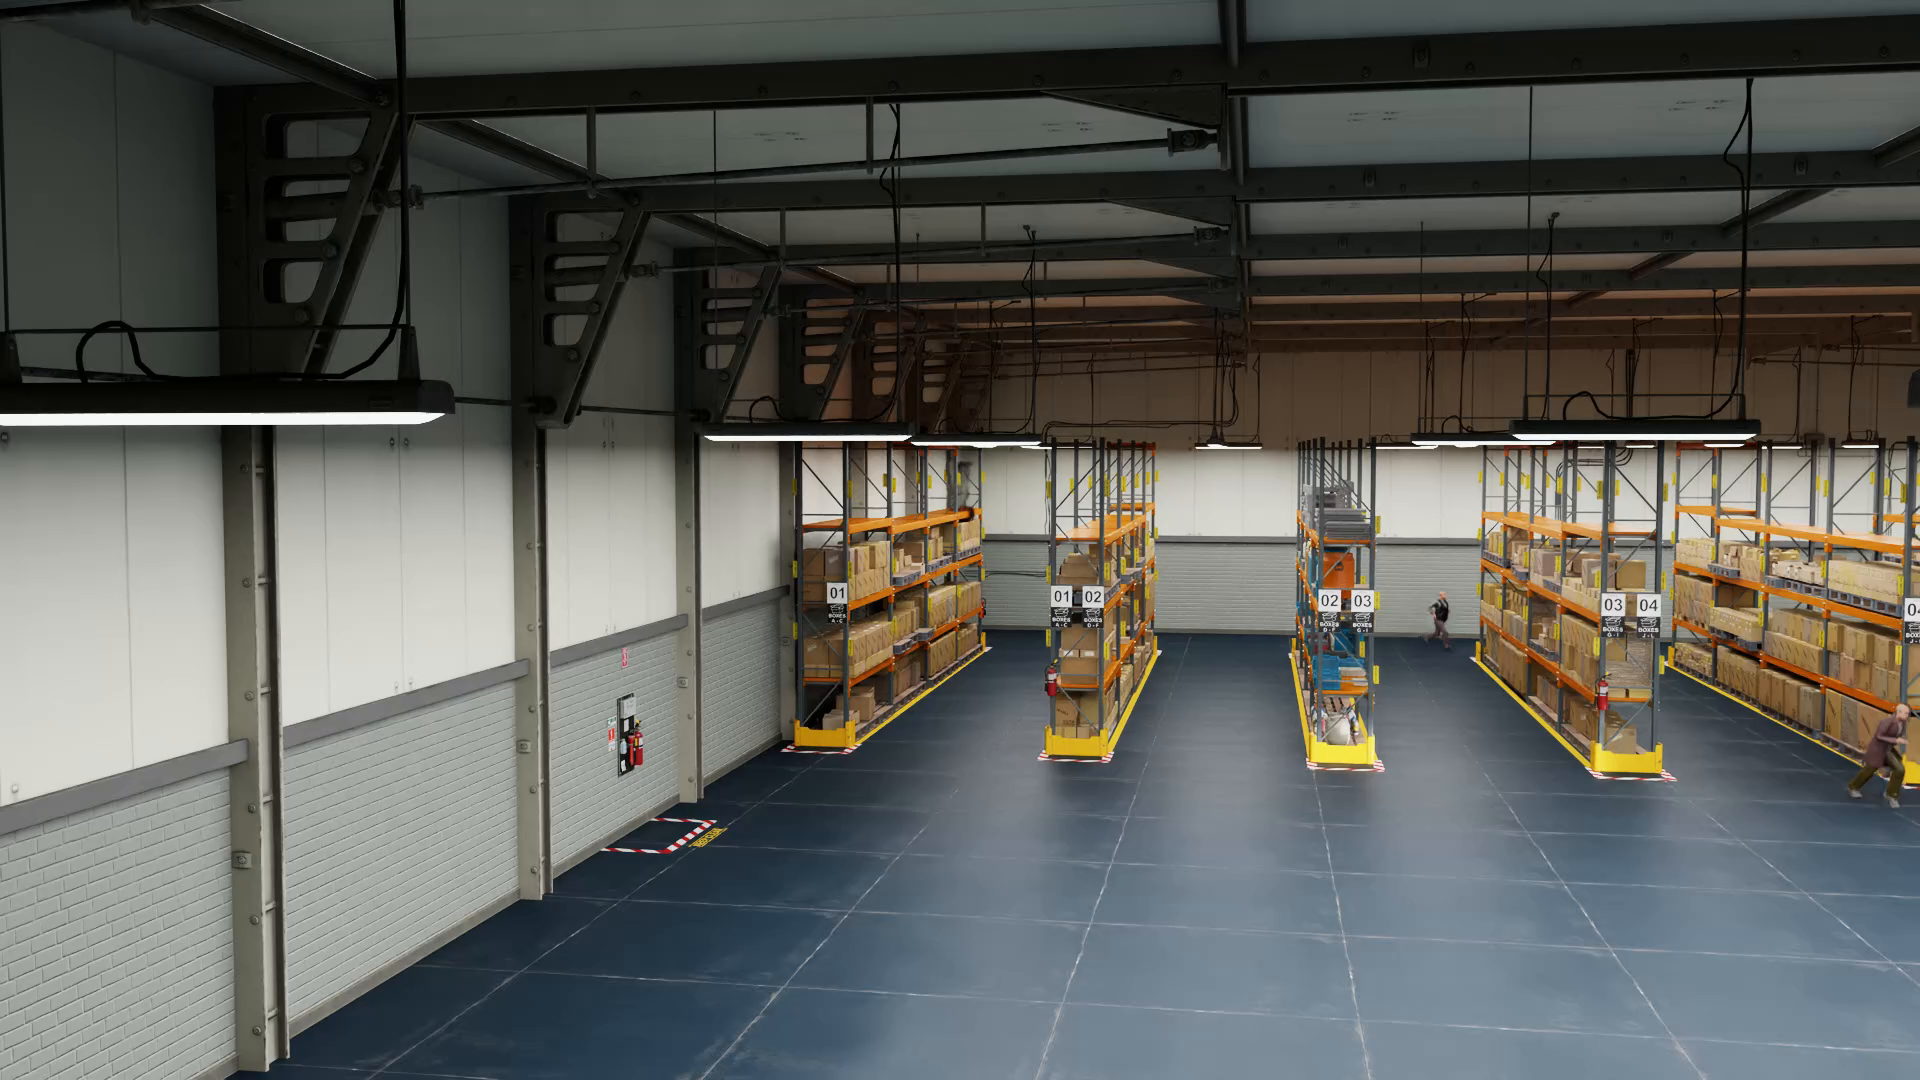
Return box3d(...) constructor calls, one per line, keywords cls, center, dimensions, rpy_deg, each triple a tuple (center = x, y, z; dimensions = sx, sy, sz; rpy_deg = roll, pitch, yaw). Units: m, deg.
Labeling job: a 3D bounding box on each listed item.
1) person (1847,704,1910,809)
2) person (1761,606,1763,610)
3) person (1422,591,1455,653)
box3d(cls="person", center=(14.941, 3.484, 27.007), dimensions=(0.753, 1.736, 1.071), rpy_deg=(-2, 3, -28))
box3d(cls="person", center=(22.086, 2.384, 46.366), dimensions=(0.729, 1.810, 0.656), rpy_deg=(-1, 3, -17))
box3d(cls="person", center=(13.772, 2.355, 47.799), dimensions=(1.062, 1.770, 0.611), rpy_deg=(3, 4, 40))
